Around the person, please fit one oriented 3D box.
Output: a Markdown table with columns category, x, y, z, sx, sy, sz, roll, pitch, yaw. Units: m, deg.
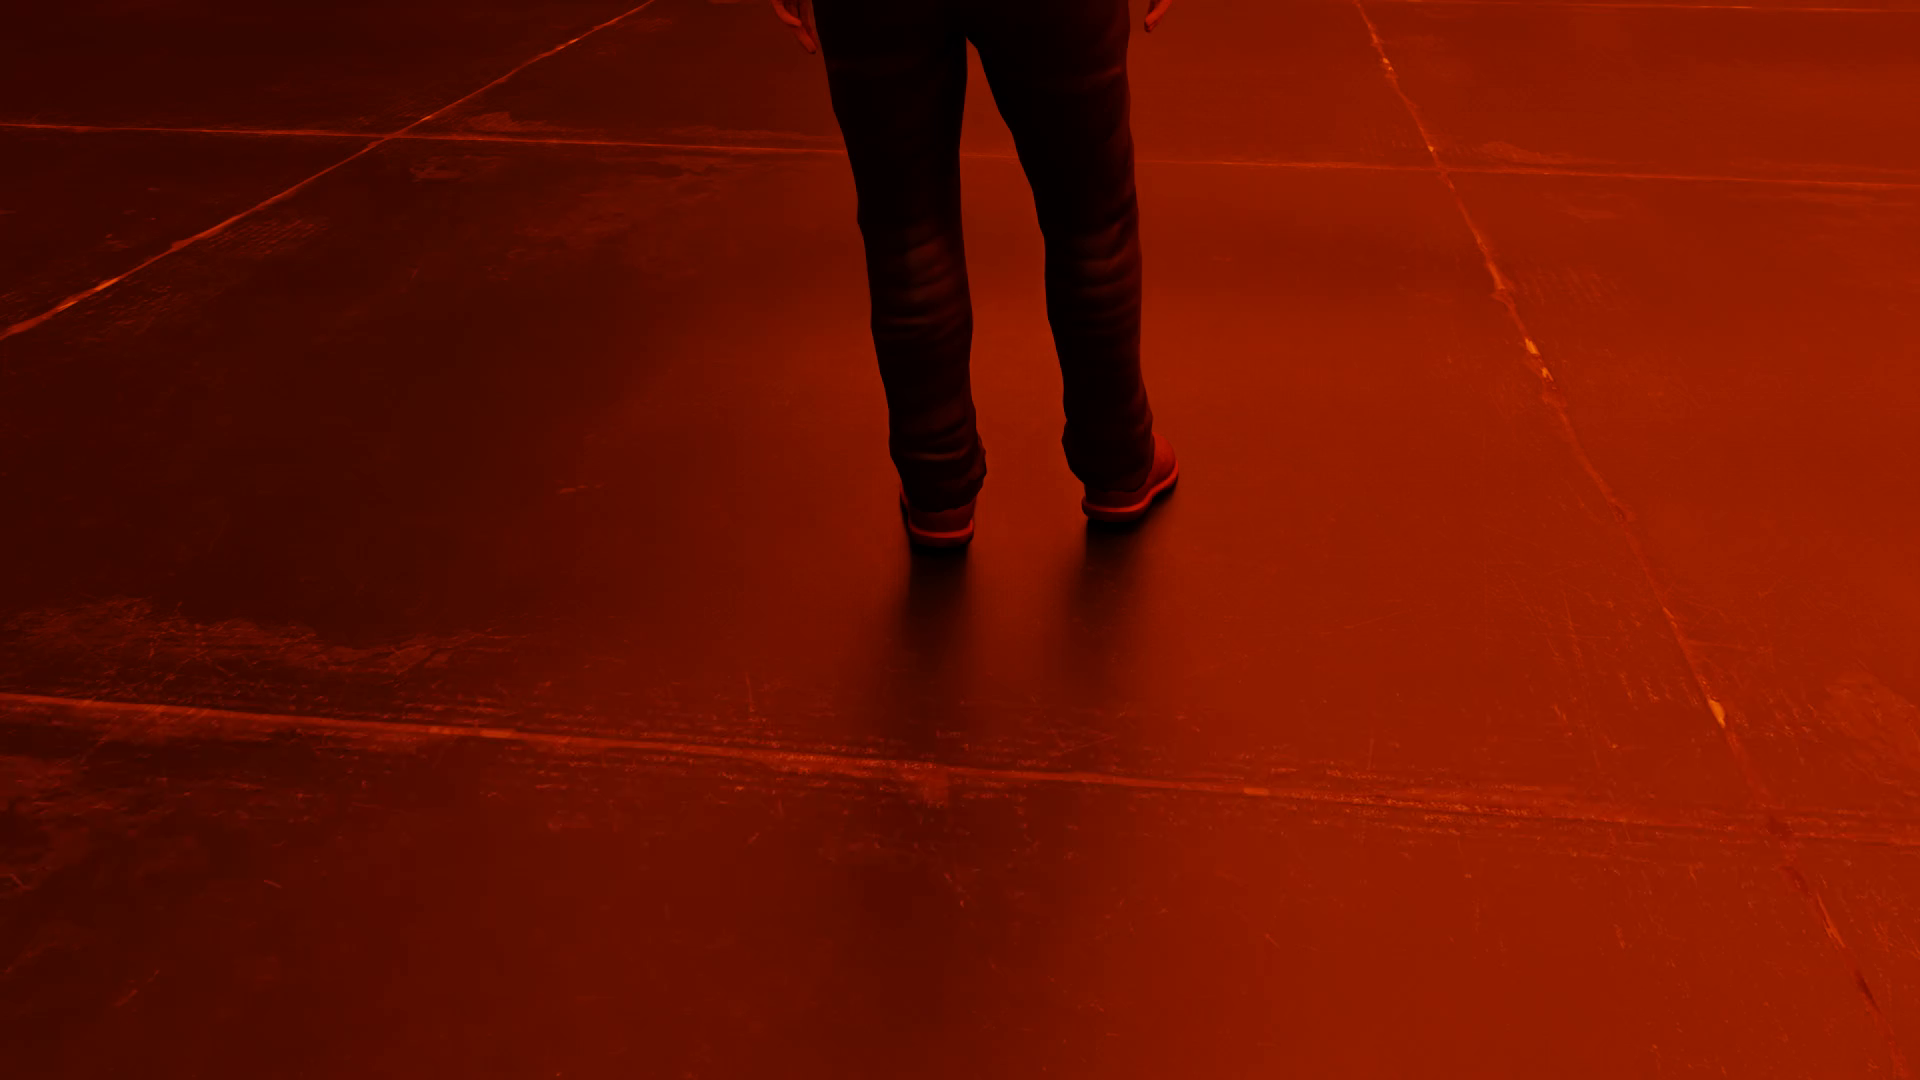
| category | x | y | z | sx | sy | sz | roll | pitch | yaw |
| --- | --- | --- | --- | --- | --- | --- | --- | --- | --- |
| person | 0.034 | -0.782 | 2.205 | 0.599 | 1.650 | 0.503 | 3 | 27 | 7 |
